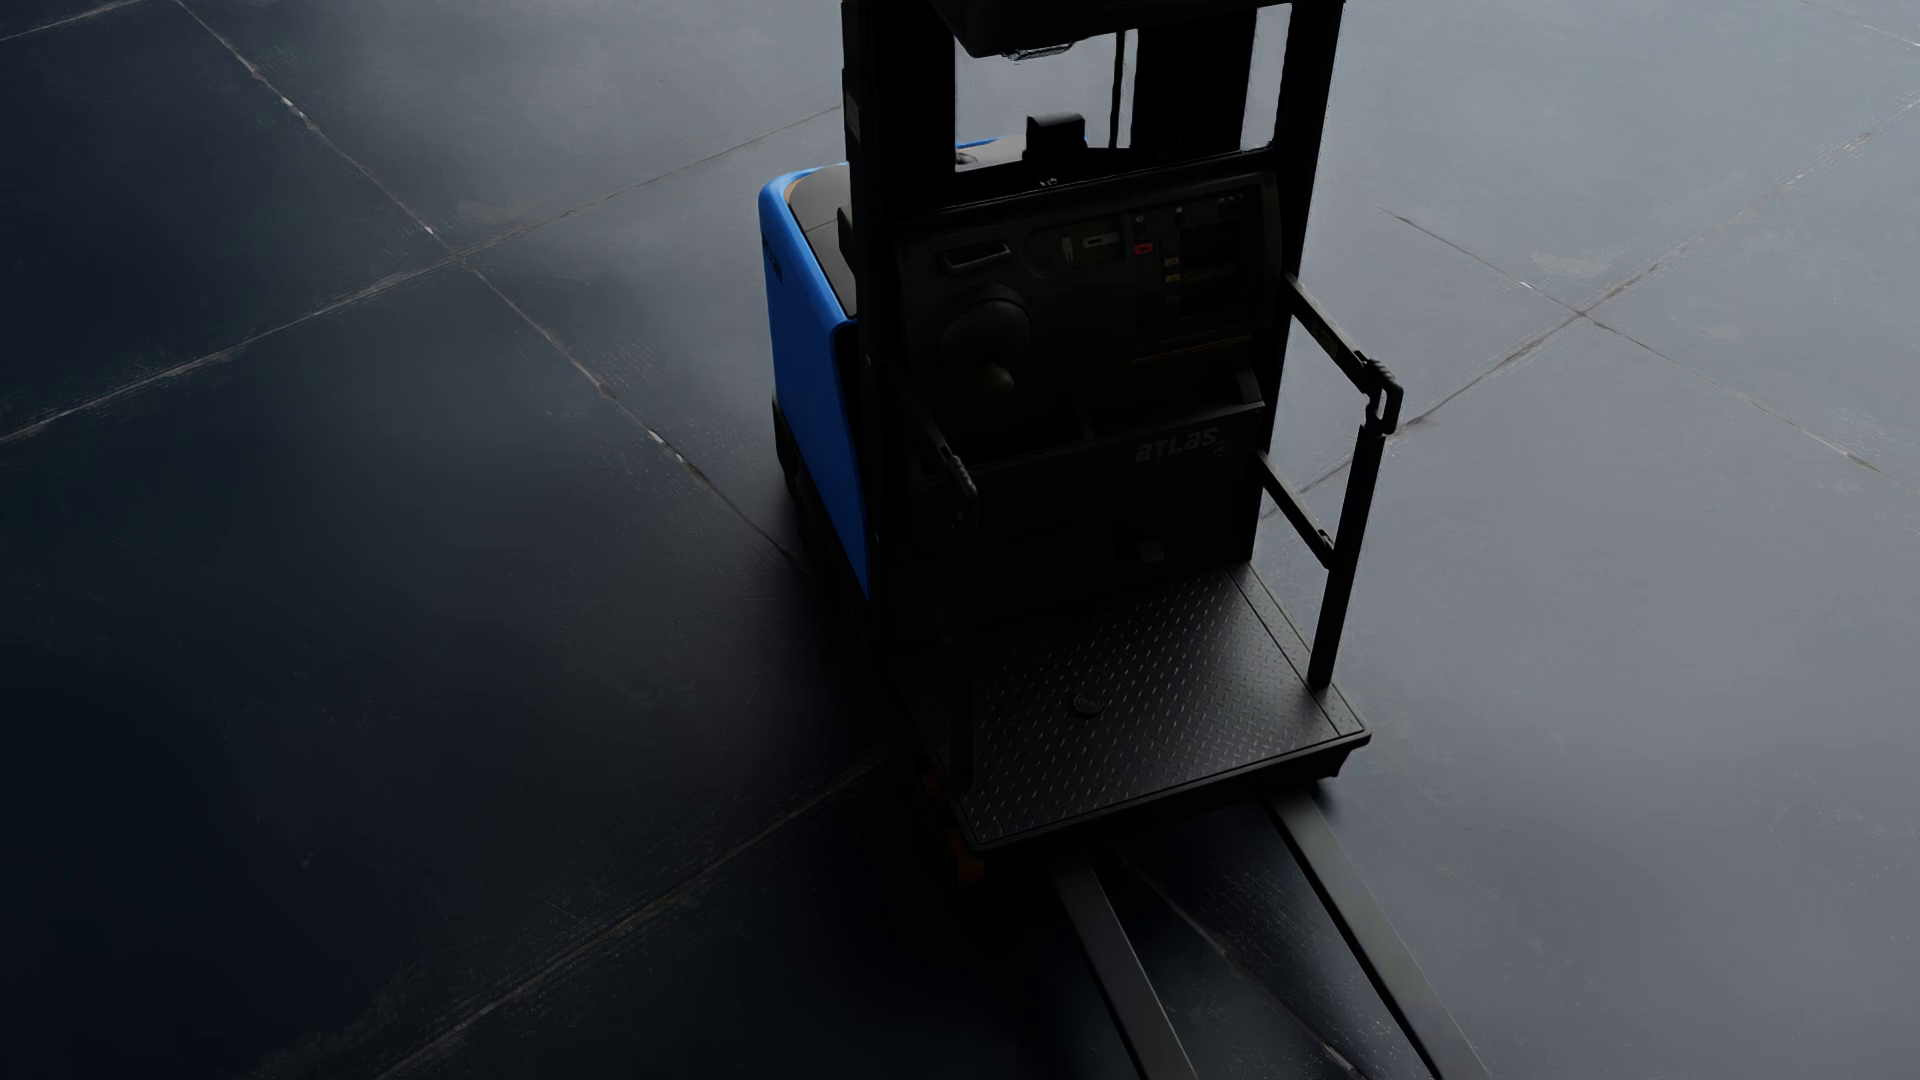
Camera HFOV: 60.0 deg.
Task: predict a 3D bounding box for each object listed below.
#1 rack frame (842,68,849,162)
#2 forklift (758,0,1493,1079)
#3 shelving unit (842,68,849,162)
[{"bbox_3d":[-0.314,-0.906,5.338,0.006,1.200,0.240,-14,45,-14],"label":"rack frame"},{"bbox_3d":[0.379,-0.498,3.639,1.130,2.935,3.031,-14,45,-14],"label":"forklift"},{"bbox_3d":[-0.228,-0.927,5.361,0.189,1.200,0.258,-14,45,-14],"label":"shelving unit"}]
